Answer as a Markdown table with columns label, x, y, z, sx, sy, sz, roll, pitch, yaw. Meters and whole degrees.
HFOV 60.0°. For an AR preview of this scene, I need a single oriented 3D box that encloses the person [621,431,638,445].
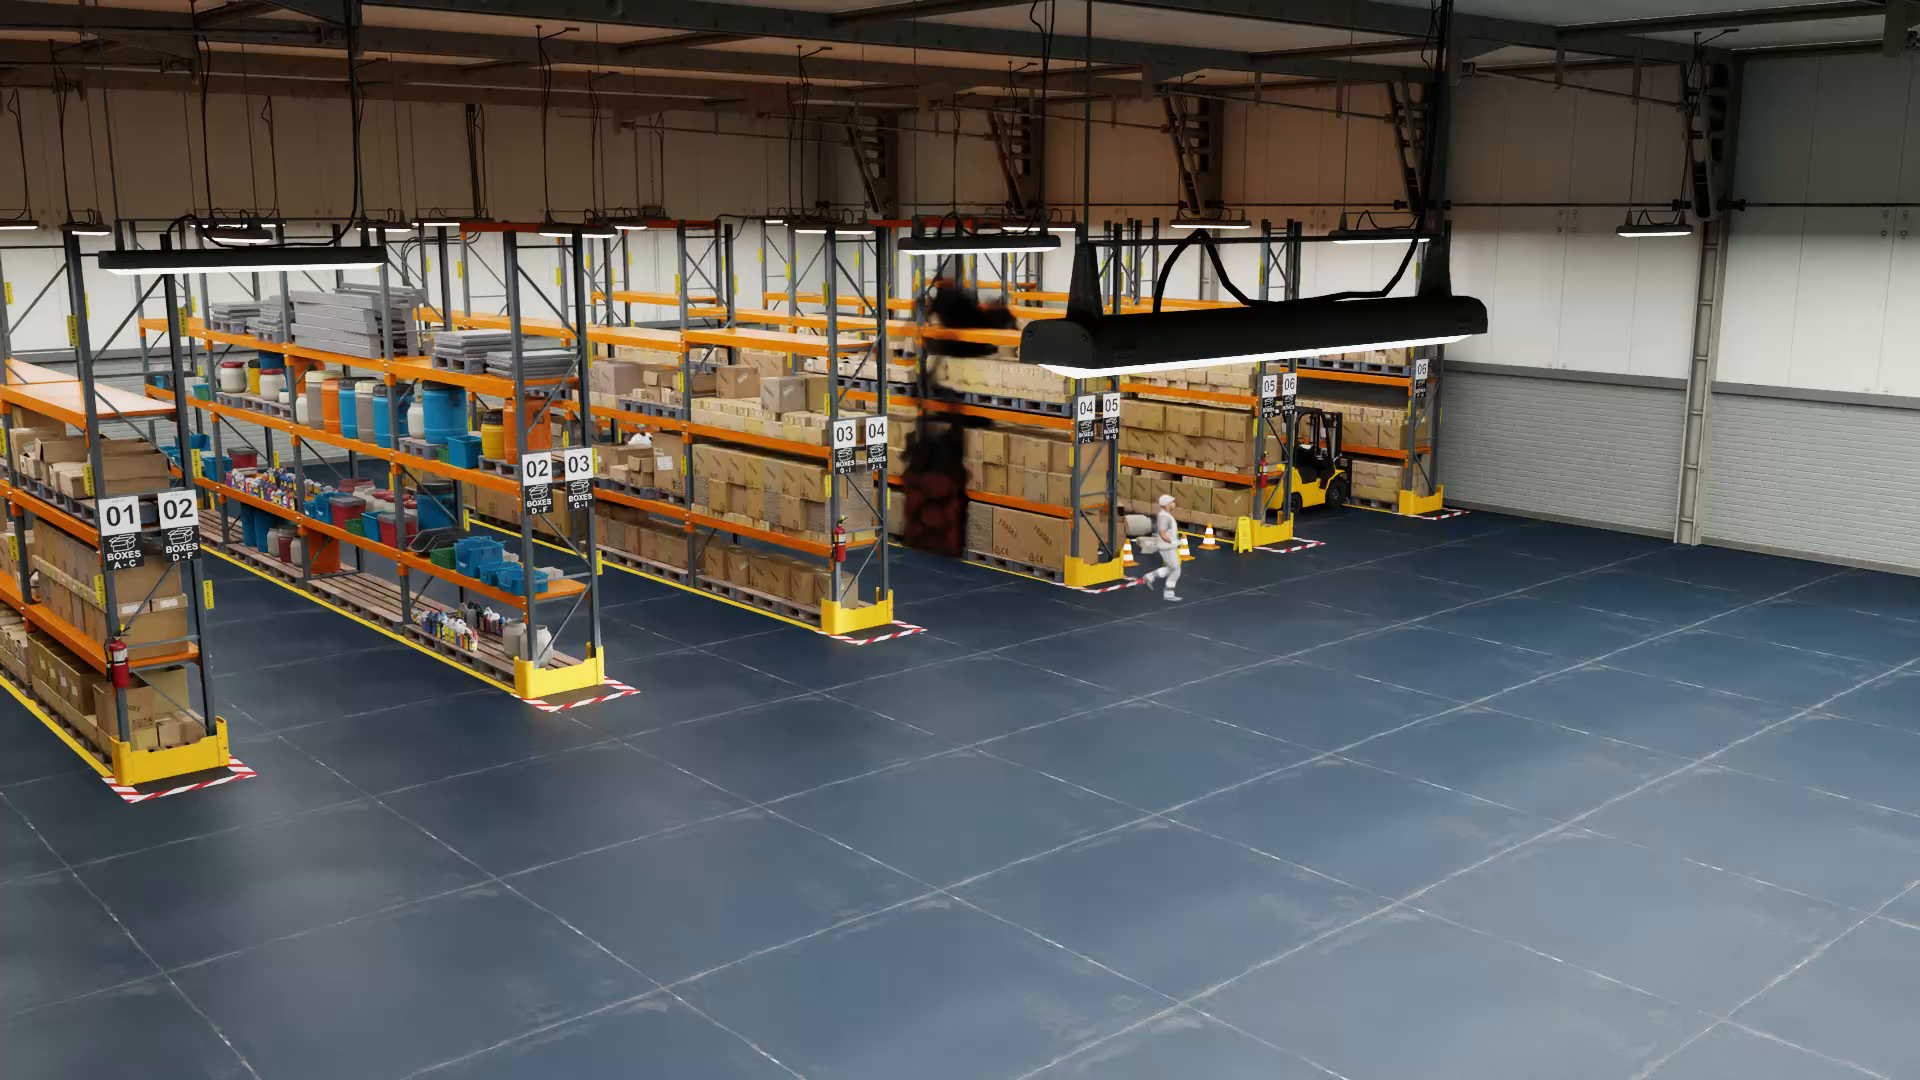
| label | x | y | z | sx | sy | sz | roll | pitch | yaw |
| --- | --- | --- | --- | --- | --- | --- | --- | --- | --- |
| person | -8.228 | -2.754 | 41.605 | 0.474 | 1.578 | 0.833 | 1 | 11 | 6 |

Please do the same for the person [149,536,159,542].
| label | x | y | z | sx | sy | sz | roll | pitch | yaw |
| --- | --- | --- | --- | --- | --- | --- | --- | --- | --- |
| person | -13.406 | 0.076 | 27.269 | 0.847 | 1.689 | 0.617 | 8 | 14 | 36 |

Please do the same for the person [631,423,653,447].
| label | x | y | z | sx | sy | sz | roll | pitch | yaw |
| --- | --- | --- | --- | --- | --- | --- | --- | --- | --- |
| person | -6.751 | -1.692 | 35.878 | 0.674 | 1.776 | 0.680 | -8 | 14 | -36 |

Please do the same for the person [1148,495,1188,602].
| label | x | y | z | sx | sy | sz | roll | pitch | yaw |
| --- | --- | --- | --- | --- | --- | --- | --- | --- | --- |
| person | 3.355 | 0.129 | 26.839 | 0.625 | 1.740 | 0.672 | 1 | 11 | 5 |
